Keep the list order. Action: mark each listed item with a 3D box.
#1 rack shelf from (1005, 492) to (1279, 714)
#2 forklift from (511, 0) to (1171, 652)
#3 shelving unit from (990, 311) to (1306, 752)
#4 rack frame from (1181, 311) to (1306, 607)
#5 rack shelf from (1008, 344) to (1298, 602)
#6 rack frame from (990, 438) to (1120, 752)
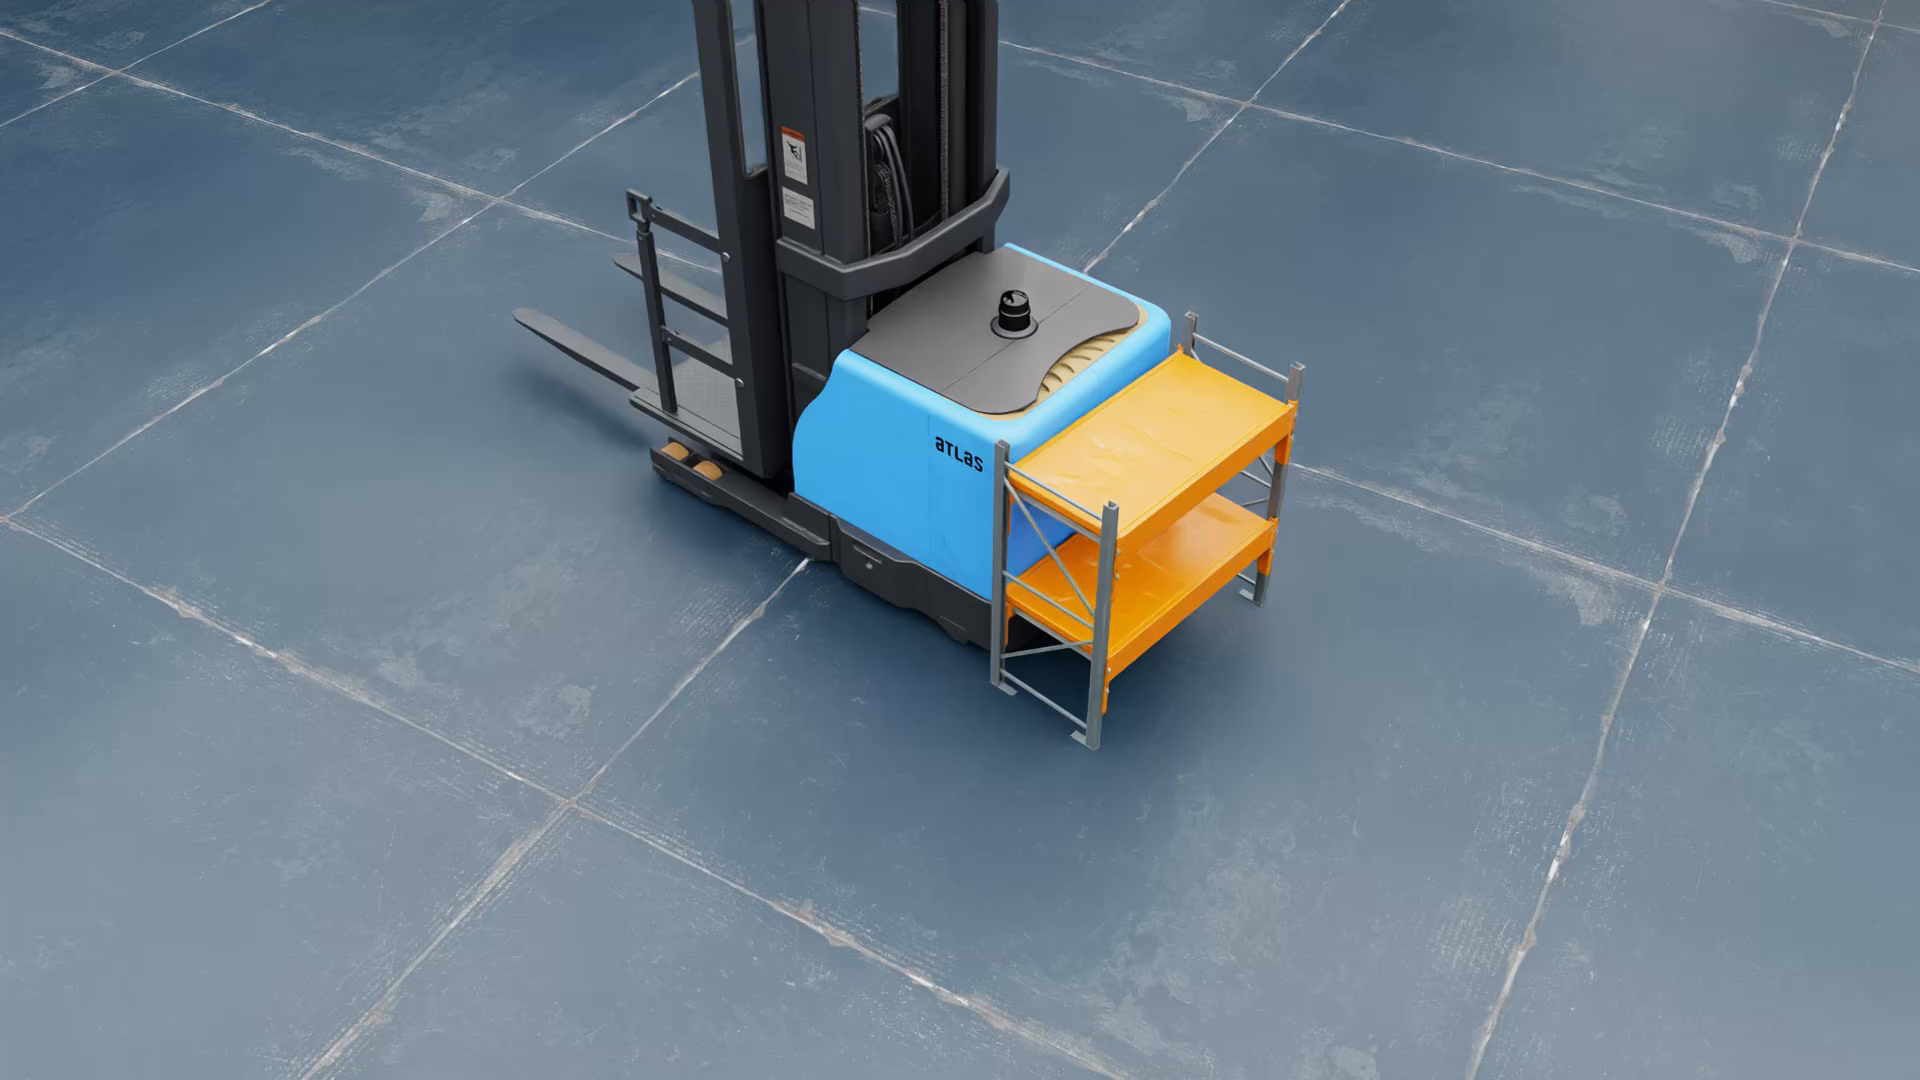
[{"bbox_3d":[0.651,0.148,6.101,0.538,0.278,1.000,32,50,31],"label":"rack shelf"},{"bbox_3d":[-0.669,-1.504,6.240,3.031,2.935,1.130,29,49,28],"label":"forklift"},{"bbox_3d":[0.651,-0.036,5.940,0.538,1.125,1.048,32,50,31],"label":"shelving unit"},{"bbox_3d":[0.998,-0.281,6.219,0.500,1.125,0.032,32,50,31],"label":"rack frame"},{"bbox_3d":[0.651,-0.256,5.746,0.538,0.278,1.000,32,50,31],"label":"rack shelf"},{"bbox_3d":[0.304,0.210,5.661,0.500,1.125,0.032,32,50,31],"label":"rack frame"}]
